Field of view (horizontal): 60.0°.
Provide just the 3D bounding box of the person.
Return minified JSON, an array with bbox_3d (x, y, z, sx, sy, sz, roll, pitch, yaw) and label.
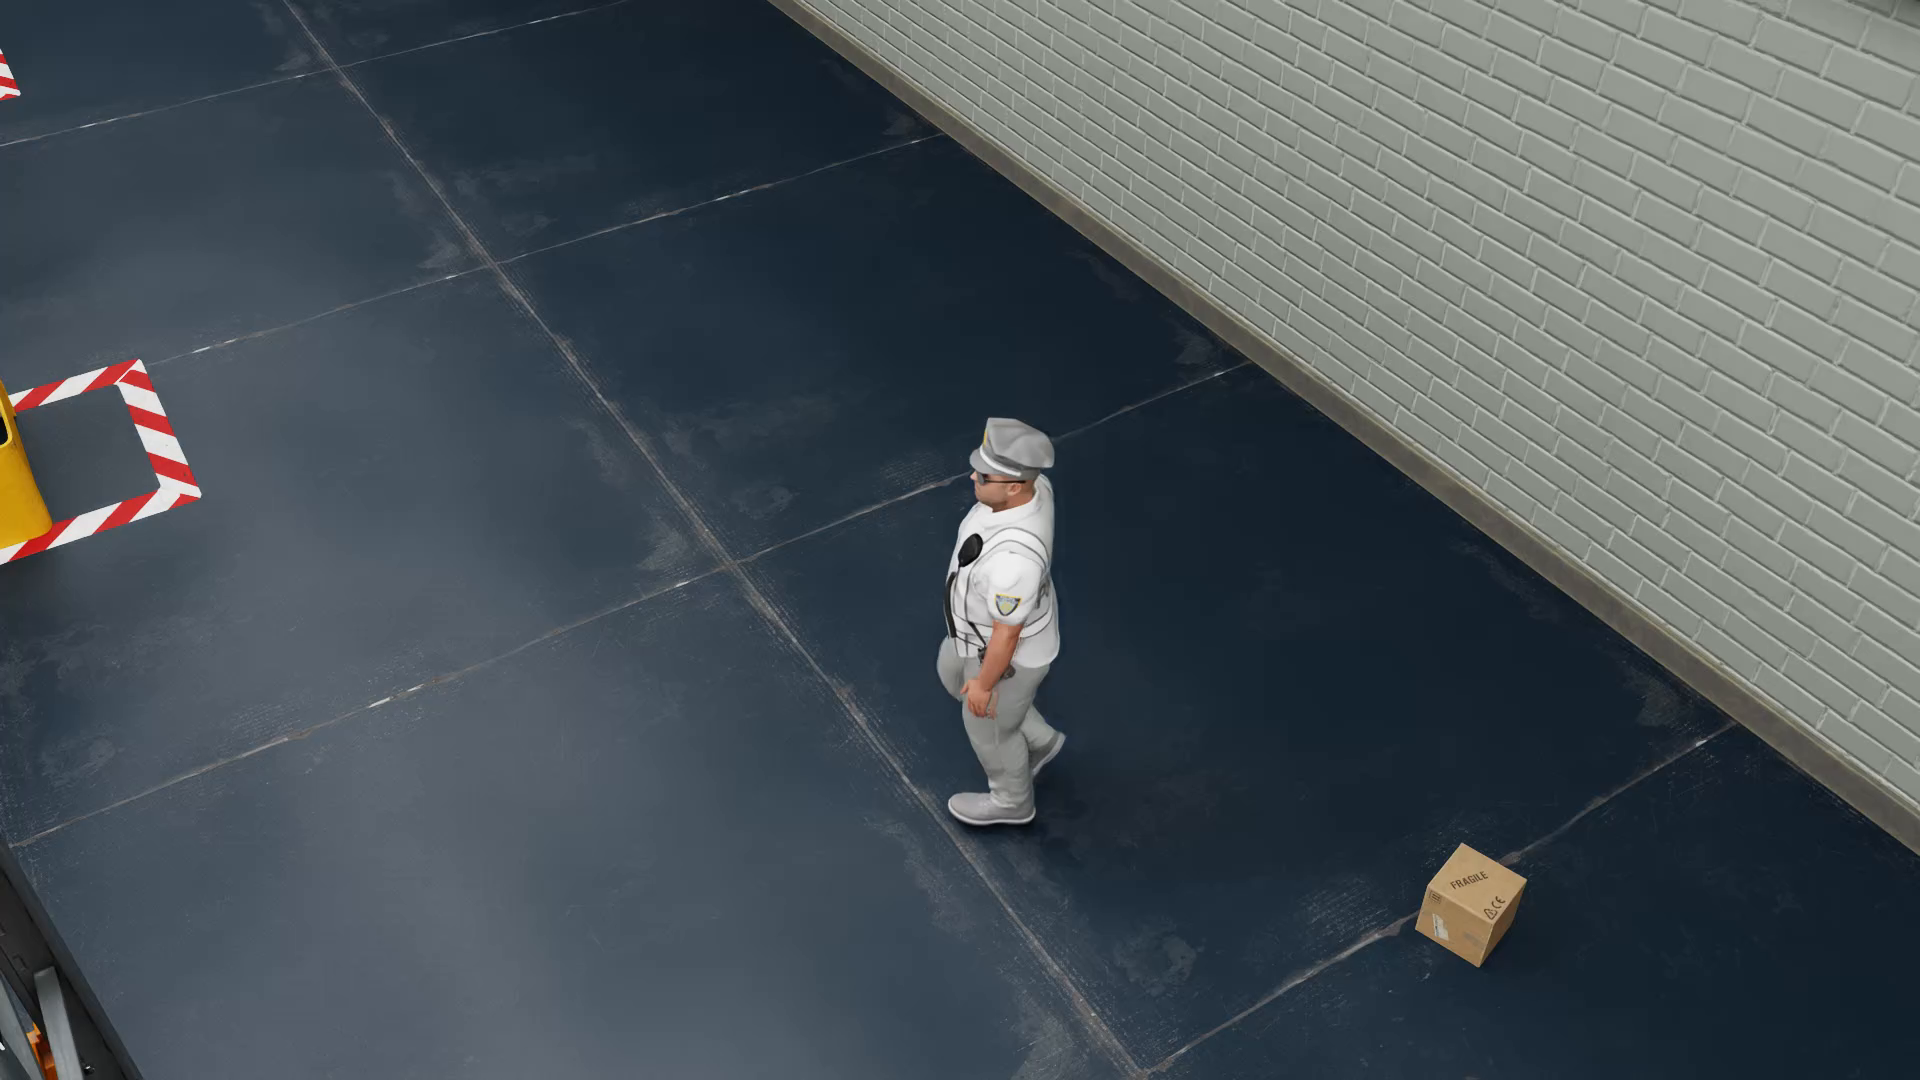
[{"bbox_3d":[0.146,0.323,5.727,0.483,1.782,0.571,2,41,3],"label":"person"}]
